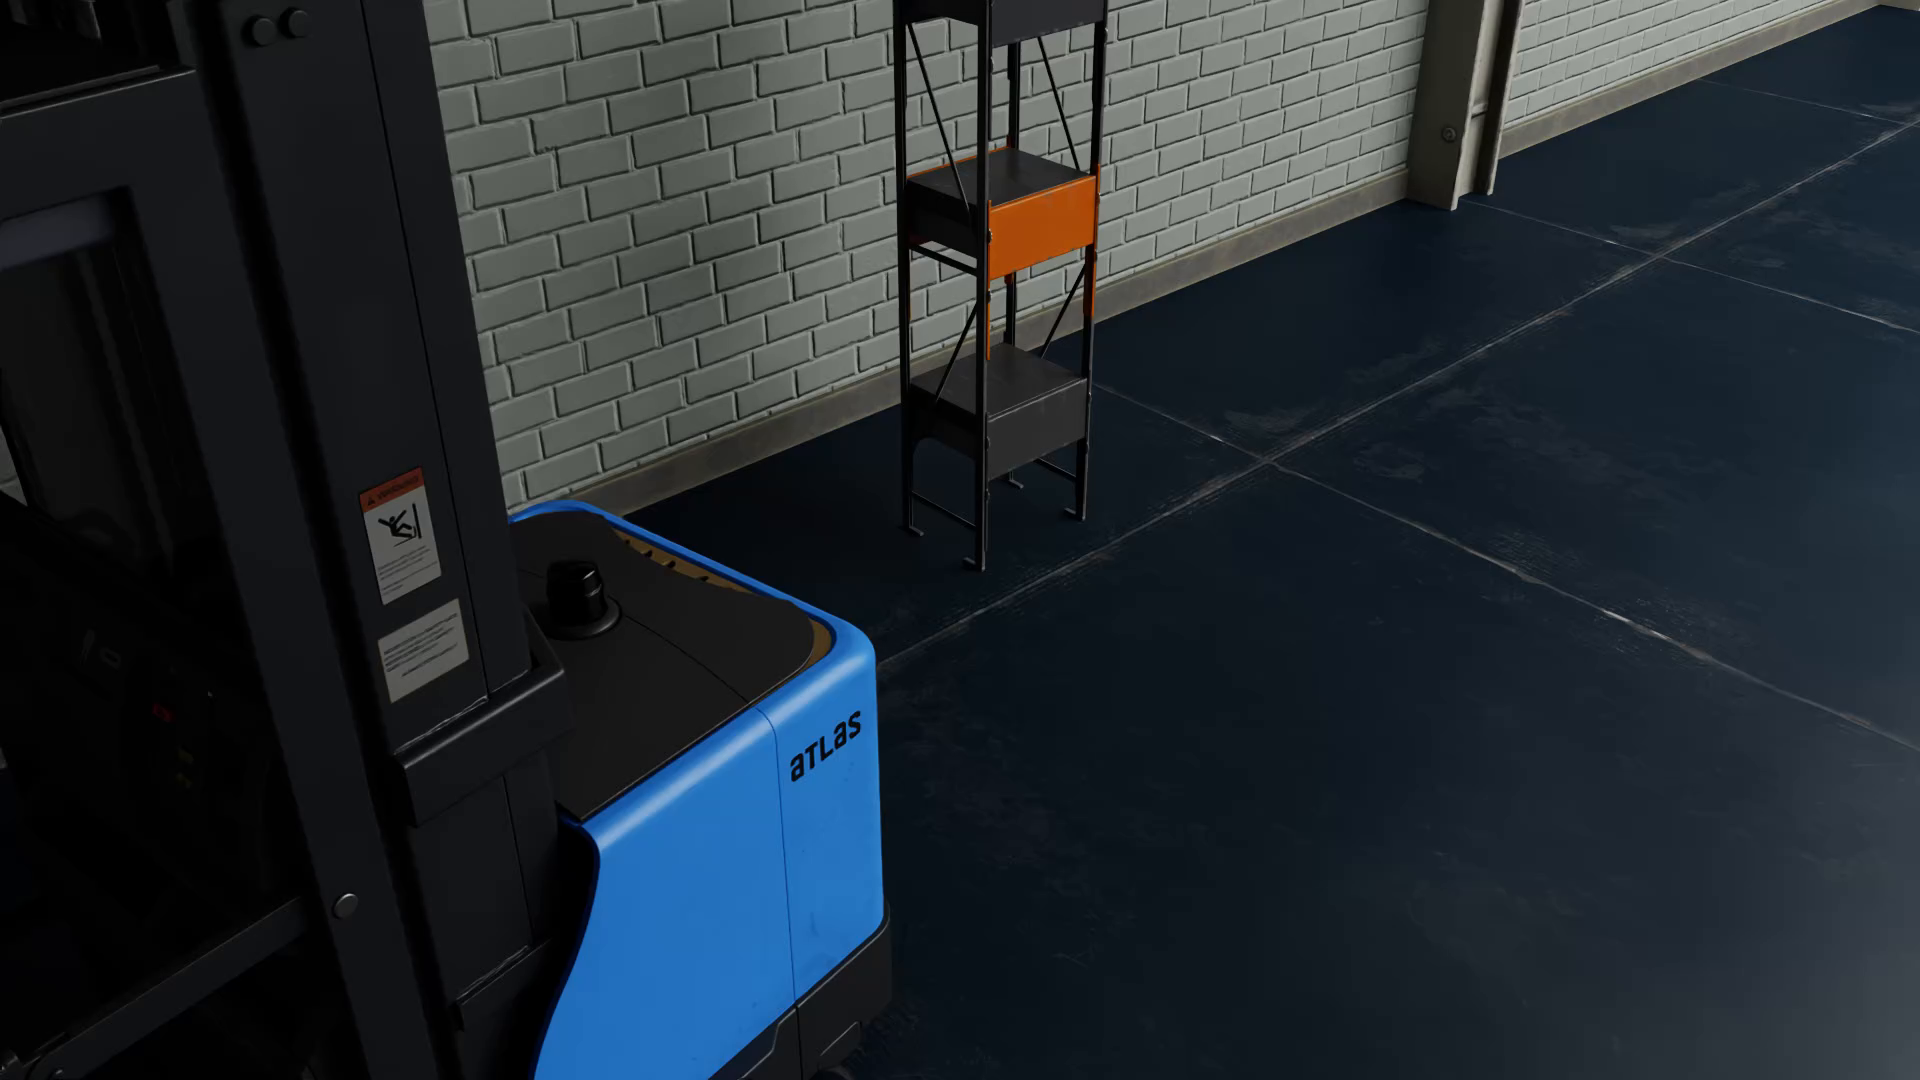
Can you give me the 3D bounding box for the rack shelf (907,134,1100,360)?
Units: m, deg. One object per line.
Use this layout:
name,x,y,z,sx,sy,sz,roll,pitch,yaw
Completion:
rack shelf,0.121,-0.943,5.305,0.480,0.518,0.431,-26,40,-35

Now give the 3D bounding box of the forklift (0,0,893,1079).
forklift,-1.456,0.310,2.434,1.130,2.935,3.031,22,38,31

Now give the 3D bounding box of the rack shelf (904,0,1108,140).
rack shelf,0.121,-1.540,4.940,0.480,0.518,0.431,-26,40,-35

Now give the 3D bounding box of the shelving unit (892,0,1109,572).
shelving unit,0.121,-0.955,5.298,0.503,2.100,0.431,-26,40,-35

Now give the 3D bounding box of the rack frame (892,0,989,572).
rack frame,-0.058,-0.868,5.157,0.015,2.100,0.400,-26,40,-35

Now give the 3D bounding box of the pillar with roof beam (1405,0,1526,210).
pillar with roof beam,5.478,-4.005,3.674,0.400,9.000,9.100,-26,40,-35

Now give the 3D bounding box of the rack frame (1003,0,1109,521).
rack frame,0.300,-1.041,5.440,0.015,2.100,0.400,-26,40,-35

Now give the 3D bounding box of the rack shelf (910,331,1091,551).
rack shelf,0.121,-0.346,5.671,0.480,0.518,0.431,-26,40,-35

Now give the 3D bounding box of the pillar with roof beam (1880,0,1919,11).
pillar with roof beam,9.877,-6.133,7.154,0.400,9.000,9.100,-26,40,-35
